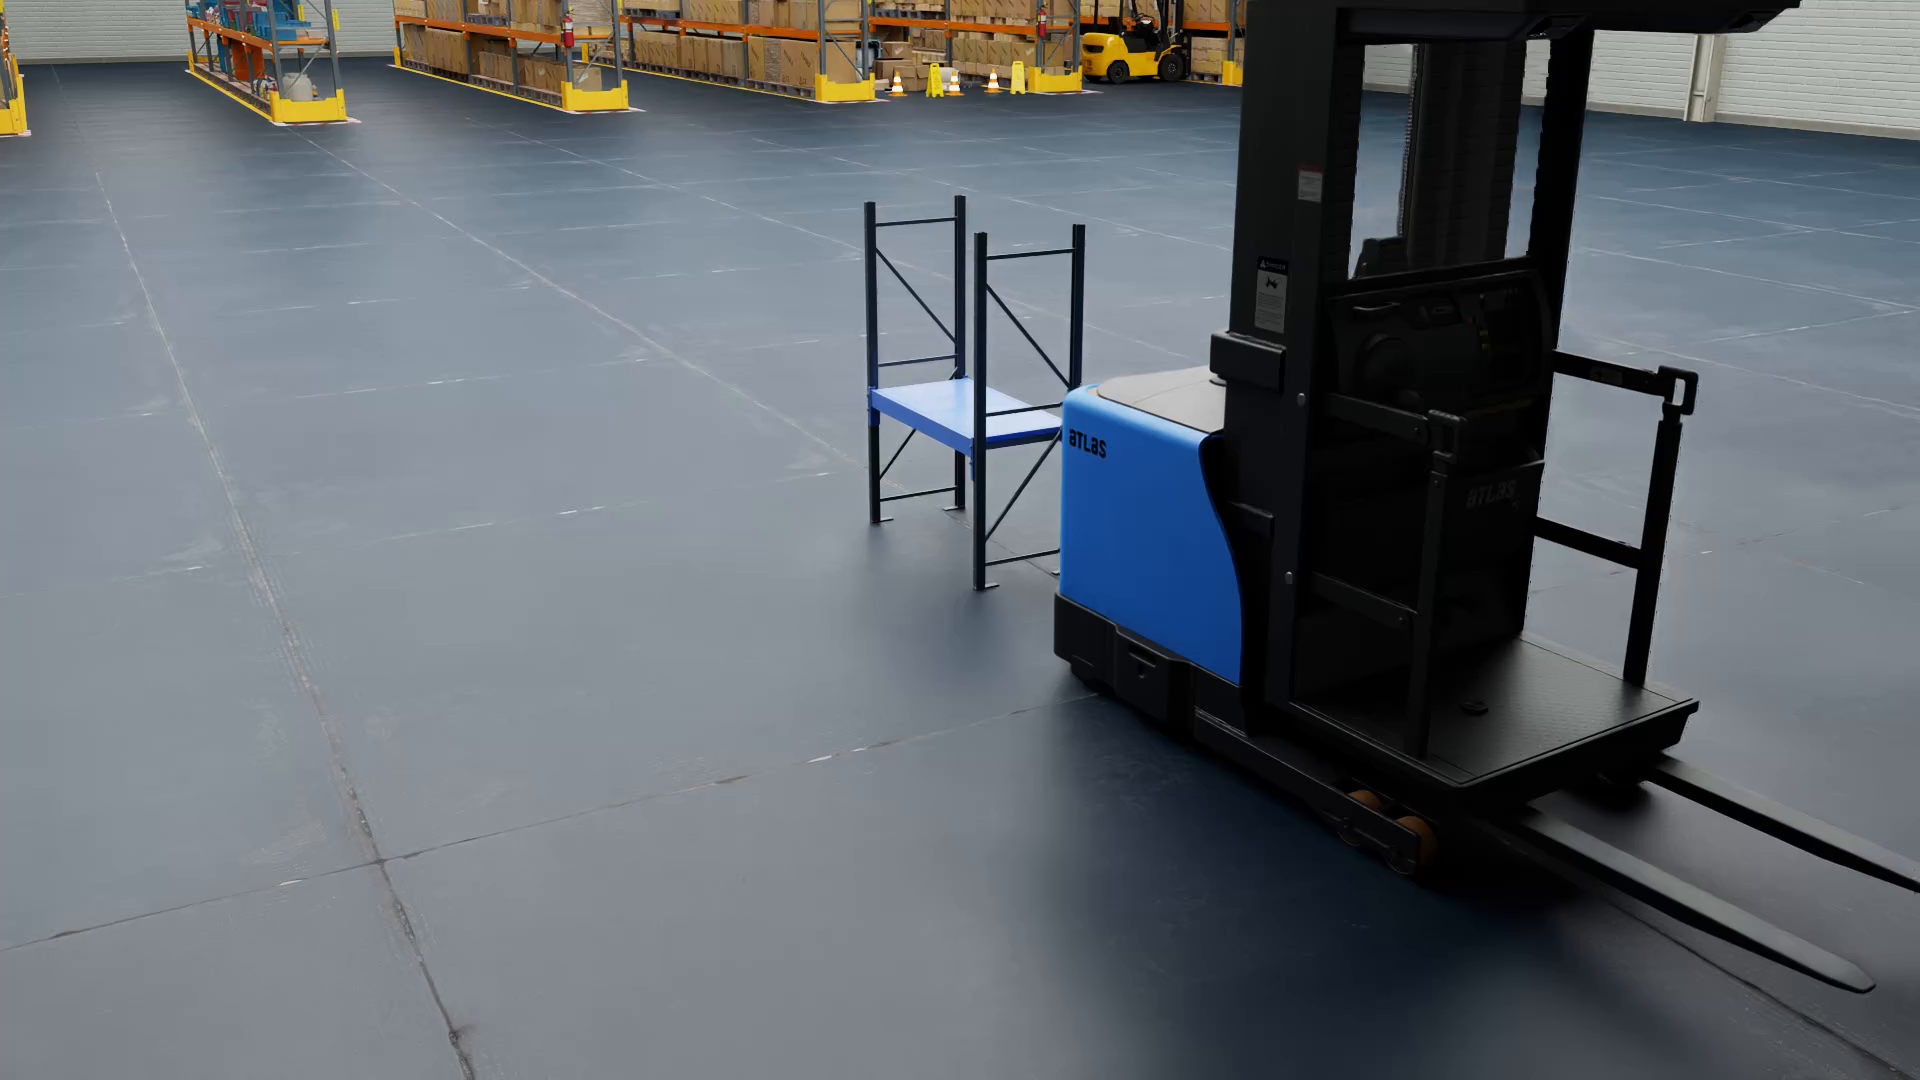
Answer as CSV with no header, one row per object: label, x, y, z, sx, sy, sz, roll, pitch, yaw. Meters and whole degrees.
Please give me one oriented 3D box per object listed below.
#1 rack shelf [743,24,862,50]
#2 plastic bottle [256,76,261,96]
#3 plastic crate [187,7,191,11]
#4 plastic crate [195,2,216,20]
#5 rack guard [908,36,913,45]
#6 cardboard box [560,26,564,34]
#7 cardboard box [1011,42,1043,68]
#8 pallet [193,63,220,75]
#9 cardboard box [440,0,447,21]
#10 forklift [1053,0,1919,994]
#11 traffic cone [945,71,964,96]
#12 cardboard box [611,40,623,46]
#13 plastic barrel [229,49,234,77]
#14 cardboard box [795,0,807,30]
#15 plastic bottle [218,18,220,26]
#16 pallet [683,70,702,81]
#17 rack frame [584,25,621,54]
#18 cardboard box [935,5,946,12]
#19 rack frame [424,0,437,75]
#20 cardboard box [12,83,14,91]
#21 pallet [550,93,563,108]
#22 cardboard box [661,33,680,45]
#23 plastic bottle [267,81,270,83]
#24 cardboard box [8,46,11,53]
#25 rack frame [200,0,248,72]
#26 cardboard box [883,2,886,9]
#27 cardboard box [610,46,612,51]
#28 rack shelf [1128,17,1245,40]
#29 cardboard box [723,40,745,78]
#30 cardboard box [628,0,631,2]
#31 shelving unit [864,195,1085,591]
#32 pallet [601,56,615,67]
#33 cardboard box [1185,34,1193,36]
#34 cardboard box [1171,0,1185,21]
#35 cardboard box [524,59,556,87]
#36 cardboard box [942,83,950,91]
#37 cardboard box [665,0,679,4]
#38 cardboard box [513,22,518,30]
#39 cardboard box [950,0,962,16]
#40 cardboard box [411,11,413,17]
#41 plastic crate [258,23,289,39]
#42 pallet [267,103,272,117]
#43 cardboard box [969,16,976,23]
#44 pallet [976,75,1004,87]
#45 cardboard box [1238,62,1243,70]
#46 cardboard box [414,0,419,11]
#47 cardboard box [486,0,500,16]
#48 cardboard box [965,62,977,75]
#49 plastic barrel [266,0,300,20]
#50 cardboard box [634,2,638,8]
rack shelf,-3.216,-10.319,34.040,1.077,0.370,4.000,-10,21,-27
plastic bottle,-12.919,-8.386,30.723,0.144,0.351,0.185,-9,21,-25
plastic crate,-18.496,-12.810,40.320,0.416,0.233,0.300,-10,21,-27
plastic crate,-17.258,-12.125,38.104,0.392,0.384,0.575,-10,21,-27
rack guard,-1.153,-15.040,50.451,1.175,0.500,0.348,-10,21,-27
cardboard box,-7.114,-9.348,30.510,0.380,0.149,0.250,-10,21,-27
cardboard box,1.432,-10.323,35.372,0.500,0.500,0.500,-10,21,-26
pallet,-18.278,-11.610,40.955,1.003,0.211,1.213,-10,21,-27
cardboard box,-11.652,-12.231,38.326,0.500,0.500,0.500,-10,21,-26
forklift,1.569,-0.591,4.851,1.130,2.935,3.031,-12,22,-31
traffic cone,-0.113,-9.335,33.976,0.336,0.463,0.334,-10,21,-27
cardboard box,-8.908,-13.011,43.554,0.380,0.149,0.250,-11,22,-29
plastic barrel,-15.621,-10.395,36.212,0.600,0.588,0.708,-10,21,-27
cardboard box,-2.763,-10.410,32.970,0.875,0.550,0.550,-10,21,-27
plastic bottle,-15.599,-10.961,35.103,0.097,0.201,0.097,0,19,0
pallet,-5.757,-10.825,38.679,1.003,0.211,1.213,-10,21,-27
rack frame,-9.864,-14.678,45.569,1.000,3.000,0.127,-10,21,-27
cardboard box,-0.344,-12.213,38.169,0.380,0.149,0.250,-10,21,-26
rack frame,-12.378,-12.790,40.099,1.000,3.000,0.127,-10,21,-27
cardboard box,-18.003,-8.455,31.106,0.500,0.250,0.500,-10,21,-26
pallet,-7.070,-8.288,31.326,1.003,0.211,1.213,-10,21,-27
cardboard box,-6.870,-12.052,39.997,0.500,0.250,0.500,-10,21,-26
plastic bottle,-12.744,-8.326,30.669,0.097,0.271,0.097,0,19,0
cardboard box,-22.522,-11.314,38.977,0.500,0.500,0.500,-10,21,-27
rack frame,-16.736,-12.023,37.876,1.000,3.000,0.127,-10,21,-27
cardboard box,-1.661,-13.048,40.588,0.380,0.149,0.250,-11,22,-30
cardboard box,-9.046,-13.033,44.073,0.380,0.149,0.250,-9,21,-24
rack shelf,5.459,-11.884,38.577,1.077,0.370,4.000,-10,21,-27
cardboard box,-4.540,-10.532,36.361,1.050,0.750,0.750,-10,21,-27
cardboard box,-8.057,-13.491,41.417,0.380,0.149,0.250,-10,22,-28
shelving unit,0.041,-0.684,7.316,0.538,1.500,1.048,-10,21,-27
pallet,-8.898,-12.749,44.255,1.003,0.211,1.213,-10,21,-27
cardboard box,5.395,-11.768,39.176,0.500,0.250,0.500,-10,21,-26
cardboard box,5.214,-12.238,38.346,0.500,0.500,0.500,-10,21,-26
cardboard box,-8.424,-9.390,33.432,0.500,0.500,0.500,-11,22,-28
cardboard box,-0.358,-9.596,35.213,0.380,0.149,0.250,1,19,2
cardboard box,-6.700,-12.673,39.044,0.380,0.149,0.250,-9,21,-26
cardboard box,-8.634,-10.193,32.957,0.380,0.149,0.250,-10,21,-27
cardboard box,0.106,-12.047,37.336,0.500,0.500,0.500,-10,21,-27
cardboard box,-13.421,-13.077,41.316,0.380,0.149,0.250,-10,22,-28
plastic crate,-11.842,-8.793,28.742,0.499,0.251,0.408,-10,21,-27
pallet,-11.497,-7.509,29.068,1.003,0.211,1.213,-10,21,-27
cardboard box,0.415,-11.557,36.912,0.380,0.149,0.250,-9,21,-25
pallet,1.076,-10.173,36.788,1.003,0.211,1.213,-10,21,-27
cardboard box,6.348,-10.720,37.672,0.500,0.250,0.500,-10,21,-26
cardboard box,-13.066,-13.094,40.754,0.500,0.250,0.500,-9,21,-25
cardboard box,-9.483,-11.224,34.759,0.797,0.503,0.637,-8,20,-21
cardboard box,0.449,-10.565,37.221,0.500,0.250,0.500,-9,21,-24
plastic barrel,-12.854,-10.121,31.596,0.600,0.901,0.708,-10,21,-27
cardboard box,-7.812,-13.202,41.033,0.380,0.149,0.250,-10,21,-26
